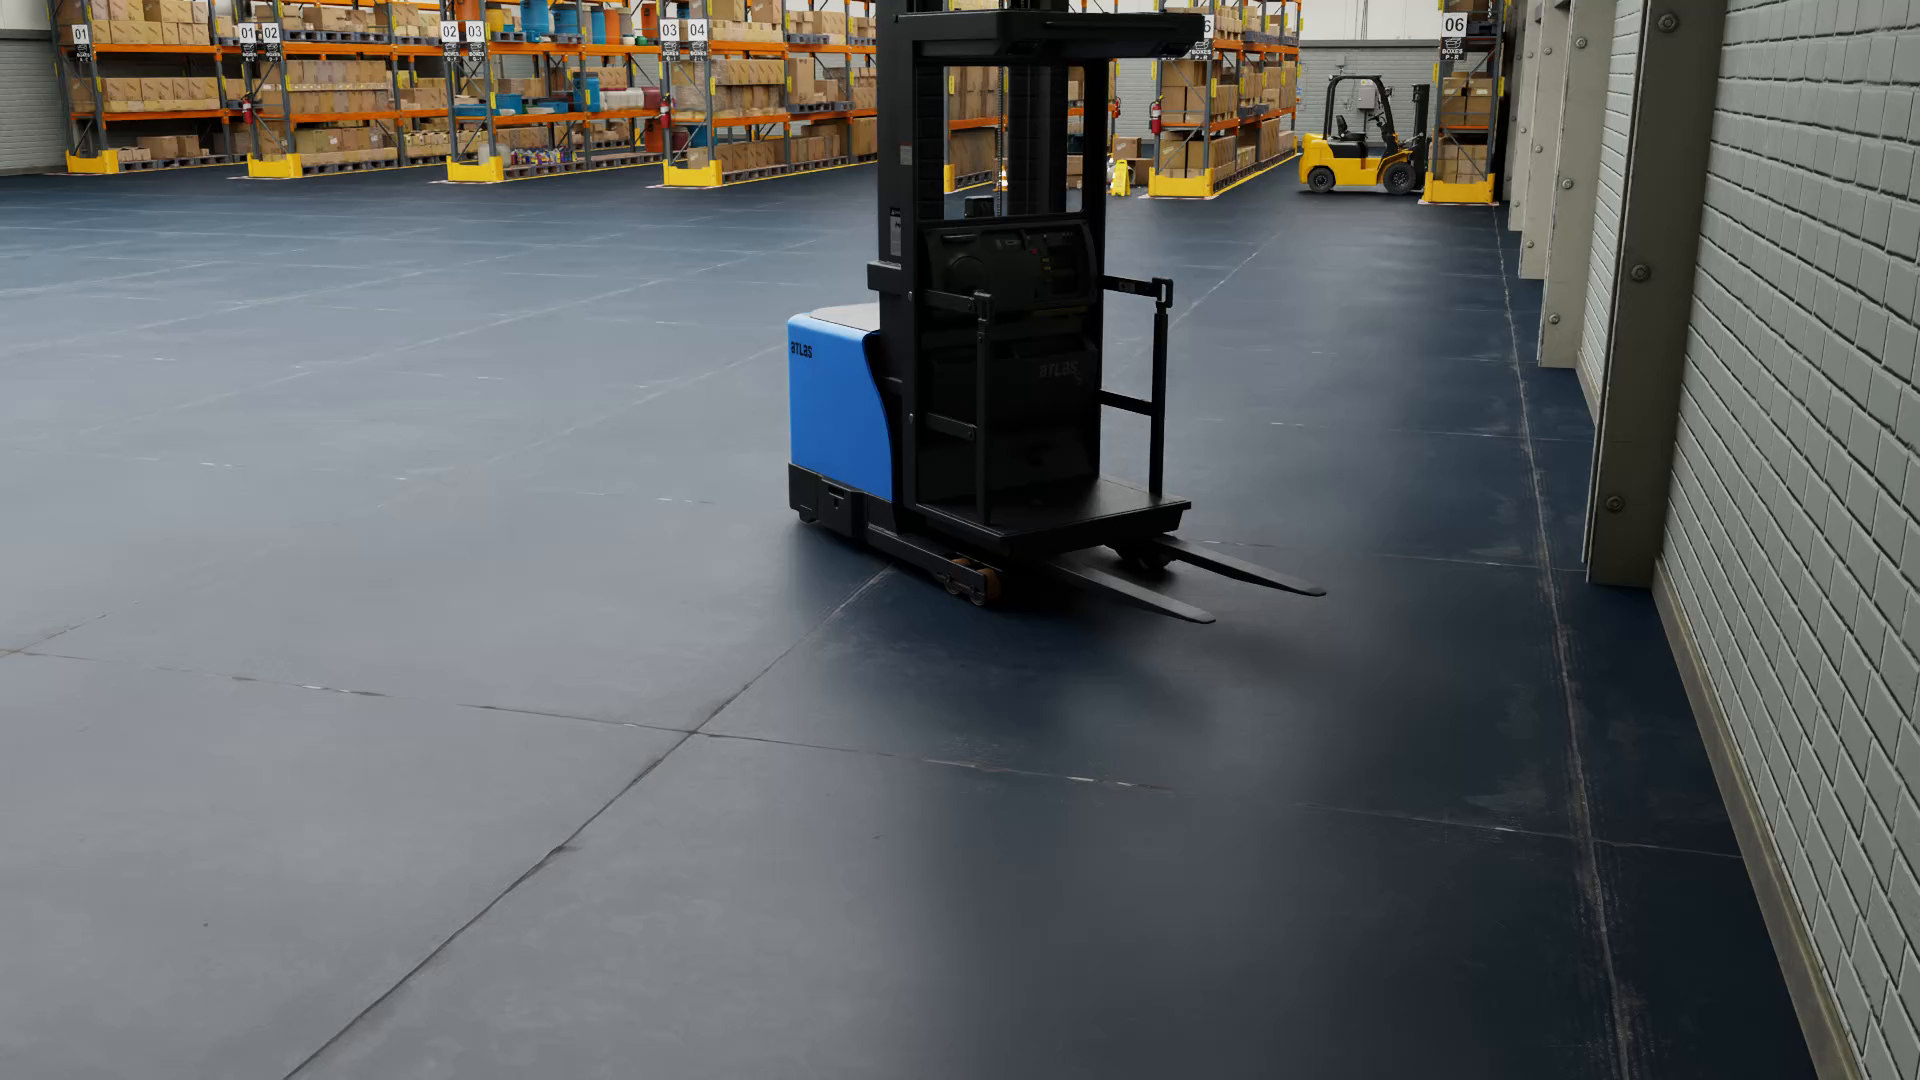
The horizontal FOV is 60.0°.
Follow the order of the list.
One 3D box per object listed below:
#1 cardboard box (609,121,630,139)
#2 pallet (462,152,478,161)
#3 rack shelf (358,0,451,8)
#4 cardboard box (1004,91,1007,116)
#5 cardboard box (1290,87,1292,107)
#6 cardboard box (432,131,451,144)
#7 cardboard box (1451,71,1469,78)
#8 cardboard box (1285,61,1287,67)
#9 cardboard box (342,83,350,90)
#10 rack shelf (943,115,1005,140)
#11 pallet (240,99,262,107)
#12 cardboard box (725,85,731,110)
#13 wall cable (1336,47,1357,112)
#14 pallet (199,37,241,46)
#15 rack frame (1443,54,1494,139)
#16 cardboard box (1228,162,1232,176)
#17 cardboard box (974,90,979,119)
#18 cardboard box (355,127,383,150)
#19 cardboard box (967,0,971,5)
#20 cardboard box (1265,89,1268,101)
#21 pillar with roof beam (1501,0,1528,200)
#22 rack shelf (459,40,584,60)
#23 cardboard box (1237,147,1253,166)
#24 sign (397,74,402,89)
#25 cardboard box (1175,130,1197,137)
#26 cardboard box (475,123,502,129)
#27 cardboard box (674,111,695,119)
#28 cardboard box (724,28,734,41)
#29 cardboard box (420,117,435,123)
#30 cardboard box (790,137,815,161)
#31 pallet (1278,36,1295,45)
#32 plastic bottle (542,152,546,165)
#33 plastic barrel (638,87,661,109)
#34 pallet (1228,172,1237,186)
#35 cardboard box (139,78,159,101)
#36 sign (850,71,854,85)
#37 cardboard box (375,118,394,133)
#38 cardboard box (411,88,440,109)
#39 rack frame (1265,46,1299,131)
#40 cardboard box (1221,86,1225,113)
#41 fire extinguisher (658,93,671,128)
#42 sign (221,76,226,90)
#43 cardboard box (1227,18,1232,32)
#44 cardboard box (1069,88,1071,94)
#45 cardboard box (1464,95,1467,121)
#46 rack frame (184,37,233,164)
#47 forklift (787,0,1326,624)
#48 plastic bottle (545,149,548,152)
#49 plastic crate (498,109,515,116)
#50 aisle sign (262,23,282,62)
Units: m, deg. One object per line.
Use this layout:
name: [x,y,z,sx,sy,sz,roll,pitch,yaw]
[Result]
cardboard box: [-10.288,-12.408,50.354,0.500,0.500,0.500,5,16,16]
pallet: [-12.914,-9.914,42.894,1.003,0.211,1.213,5,16,16]
rack shelf: [-13.211,-13.292,40.752,1.077,0.370,4.000,5,16,16]
cardboard box: [0.851,-9.406,35.810,0.500,0.500,0.500,5,17,16]
cardboard box: [8.452,-11.659,43.754,0.500,0.500,0.500,5,17,17]
cardboard box: [-12.988,-10.061,41.546,0.500,0.311,0.500,5,17,17]
cardboard box: [12.576,-11.580,42.016,0.500,0.500,0.500,5,17,17]
cardboard box: [8.153,-12.146,42.450,0.380,0.149,0.250,4,16,14]
cardboard box: [-14.086,-10.292,37.745,0.380,0.149,0.250,5,17,18]
rack shelf: [-0.124,-8.372,33.665,1.077,0.370,4.000,5,16,16]
pallet: [-17.917,-11.237,42.803,1.003,0.211,1.213,5,16,16]
cardboard box: [-5.210,-9.079,34.111,0.875,0.500,0.500,5,16,16]
wall cable: [11.572,-13.882,49.912,0.588,1.984,0.122,5,16,16]
pallet: [-18.253,-12.310,41.081,1.213,0.211,1.003,5,16,16]
rack frame: [9.979,-8.499,32.798,1.000,3.000,0.127,5,16,16]
cardboard box: [5.167,-7.447,33.357,0.500,0.250,0.500,4,16,14]
cardboard box: [-0.105,-8.791,33.552,0.875,0.550,0.500,5,16,16]
cardboard box: [-13.855,-9.393,38.843,0.500,0.500,0.500,5,16,16]
cardboard box: [-0.003,-10.479,32.326,0.380,0.149,0.250,4,16,15]
cardboard box: [6.884,-10.347,38.670,0.500,0.250,0.500,5,17,17]
pillar with roof beam: [5.776,-10.785,29.863,9.100,9.000,0.400,5,16,16]
rack shelf: [-9.600,-10.610,36.060,1.077,0.370,4.000,5,16,16]
cardboard box: [5.983,-8.527,36.941,0.950,0.372,0.625,4,16,15]
sign: [-13.247,-10.833,39.294,0.100,0.325,0.005,5,16,16]
cardboard box: [4.481,-8.069,32.986,0.380,0.149,0.250,6,17,19]
cardboard box: [-12.590,-11.115,44.421,0.500,0.250,0.500,5,17,18]
cardboard box: [-5.536,-8.575,33.525,0.380,0.149,0.250,5,16,16]
cardboard box: [-4.894,-10.218,33.634,0.500,0.250,0.500,4,16,15]
cardboard box: [-15.955,-12.581,49.810,0.380,0.149,0.250,4,16,14]
cardboard box: [-3.775,-9.090,38.654,0.700,0.500,0.500,3,16,11]
pallet: [8.083,-12.908,43.007,1.003,0.211,1.213,5,16,16]
plastic bottle: [-9.228,-8.455,36.834,0.097,0.271,0.097,0,16,0]
plastic barrel: [-7.736,-11.003,41.376,0.600,0.536,0.708,5,16,16]
pallet: [5.062,-7.363,33.903,1.003,0.211,1.213,5,16,16]
cardboard box: [-18.940,-10.421,38.436,0.500,0.500,0.500,4,16,14]
sign: [-2.623,-11.178,40.264,0.100,0.325,0.005,5,16,16]
cardboard box: [-16.567,-11.652,47.083,0.750,0.750,0.750,5,17,18]
cardboard box: [-13.254,-10.938,41.211,0.500,0.500,0.500,5,16,16]
rack frame: [8.629,-12.023,45.221,1.000,3.000,0.127,5,16,16]
cardboard box: [4.770,-8.400,31.718,0.500,0.500,0.500,4,16,15]
fire extinguisher: [-5.894,-8.574,33.203,0.296,0.674,0.183,5,16,16]
sign: [-18.008,-11.181,40.665,0.100,0.325,0.005,5,16,16]
cardboard box: [4.920,-9.862,31.836,0.500,0.250,0.500,5,17,17]
cardboard box: [2.573,-11.233,41.582,0.380,0.149,0.250,4,16,14]
cardboard box: [8.886,-7.785,30.097,0.500,0.500,0.500,5,17,18]
rack frame: [-18.530,-10.804,40.924,1.000,3.000,0.127,5,16,16]
forklift: [0.358,-1.269,7.430,1.130,2.935,3.031,-11,19,-33]
plastic bottle: [-9.542,-8.886,38.354,0.097,0.271,0.097,0,16,0]
plastic crate: [-9.605,-9.072,35.299,0.298,0.136,0.250,5,16,16]
aisle sign: [-14.641,-10.584,35.384,0.394,0.787,0.004,5,16,16]
